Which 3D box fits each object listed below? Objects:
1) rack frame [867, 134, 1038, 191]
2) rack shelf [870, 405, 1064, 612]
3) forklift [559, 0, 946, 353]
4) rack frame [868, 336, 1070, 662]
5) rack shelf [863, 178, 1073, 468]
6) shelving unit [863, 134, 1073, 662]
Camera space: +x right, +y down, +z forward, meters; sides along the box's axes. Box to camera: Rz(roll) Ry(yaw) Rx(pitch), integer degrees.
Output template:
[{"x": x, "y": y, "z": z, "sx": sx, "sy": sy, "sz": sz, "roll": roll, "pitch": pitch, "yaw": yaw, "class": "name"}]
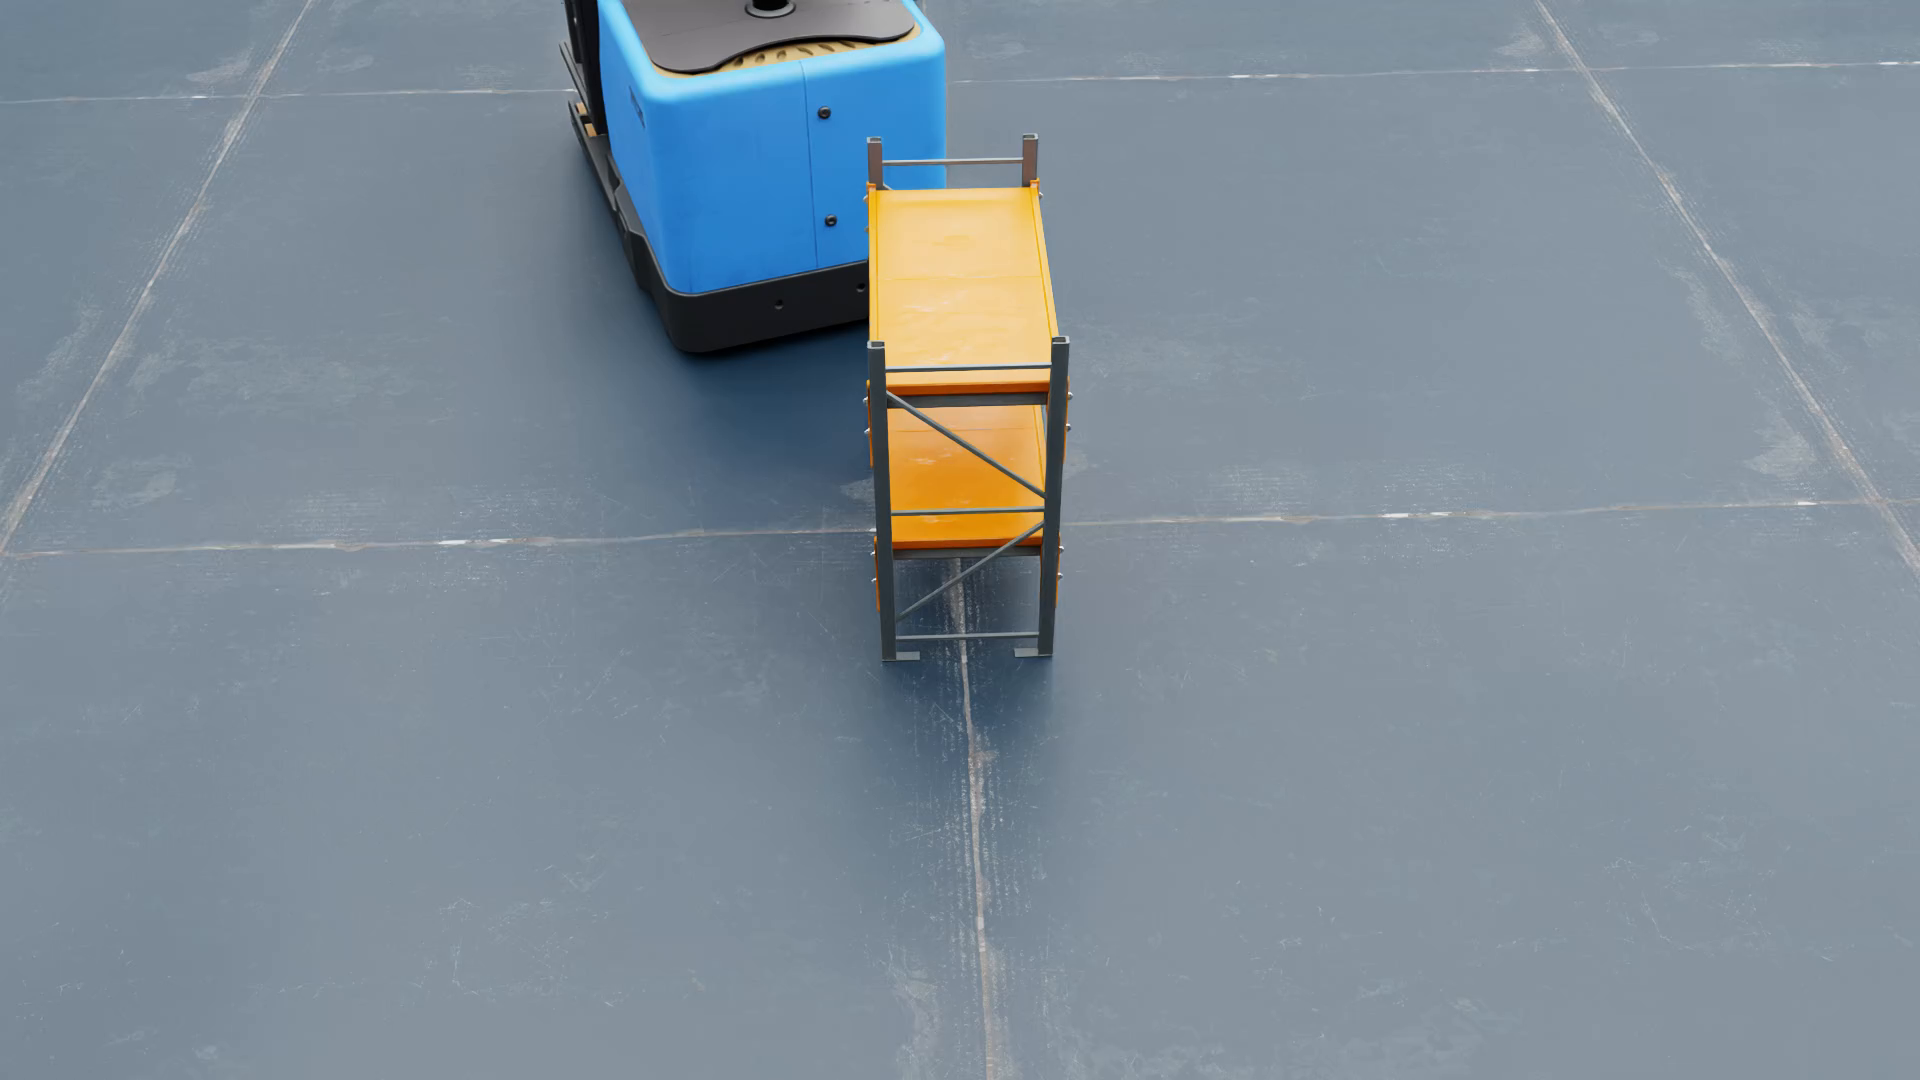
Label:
[{"x": -0.022, "y": -0.762, "z": 5.249, "sx": 0.500, "sy": 1.125, "sz": 0.032, "roll": -2, "pitch": 43, "yaw": -2, "class": "rack frame"}, {"x": 0.000, "y": -0.239, "z": 5.040, "sx": 0.538, "sy": 0.278, "sz": 1.000, "roll": -2, "pitch": 43, "yaw": -2, "class": "rack shelf"}, {"x": -1.021, "y": -2.749, "z": 6.080, "sx": 1.130, "sy": 2.935, "sz": 3.031, "roll": -14, "pitch": 44, "yaw": -15, "class": "forklift"}, {"x": 0.021, "y": -0.076, "z": 4.500, "sx": 0.500, "sy": 1.125, "sz": 0.032, "roll": -2, "pitch": 43, "yaw": -2, "class": "rack frame"}, {"x": 0.000, "y": -0.635, "z": 4.677, "sx": 0.538, "sy": 0.278, "sz": 1.000, "roll": -2, "pitch": 43, "yaw": -2, "class": "rack shelf"}, {"x": 0.000, "y": -0.419, "z": 4.875, "sx": 0.538, "sy": 1.125, "sz": 1.048, "roll": -2, "pitch": 43, "yaw": -2, "class": "shelving unit"}]
